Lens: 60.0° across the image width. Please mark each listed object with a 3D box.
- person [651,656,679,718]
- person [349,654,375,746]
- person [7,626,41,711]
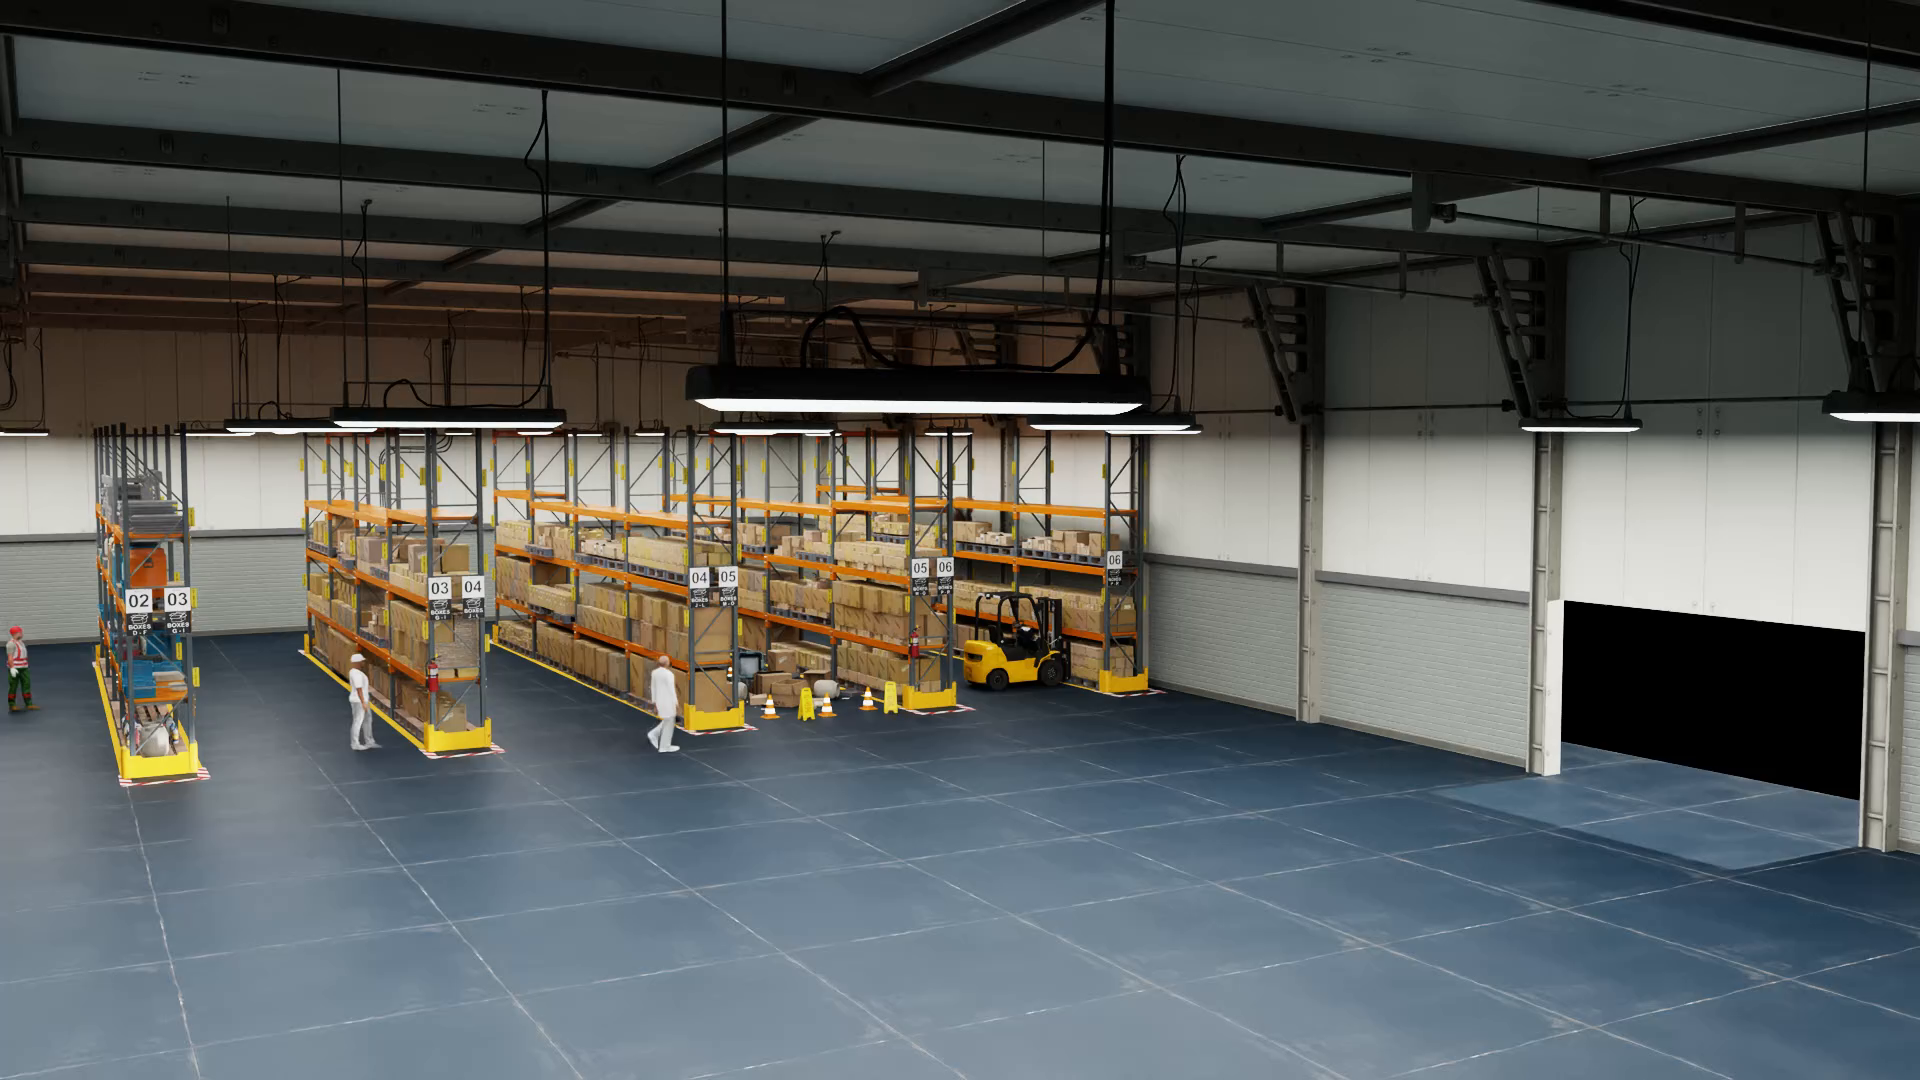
[{"bbox_3d":[-5.360,2.674,30.323,0.478,1.145,0.592,-2,4,-24],"label":"person"},{"bbox_3d":[-11.062,2.947,30.668,0.457,1.699,0.565,0,3,-3],"label":"person"},{"bbox_3d":[-19.790,2.708,35.074,0.582,1.793,0.593,1,4,15],"label":"person"}]
